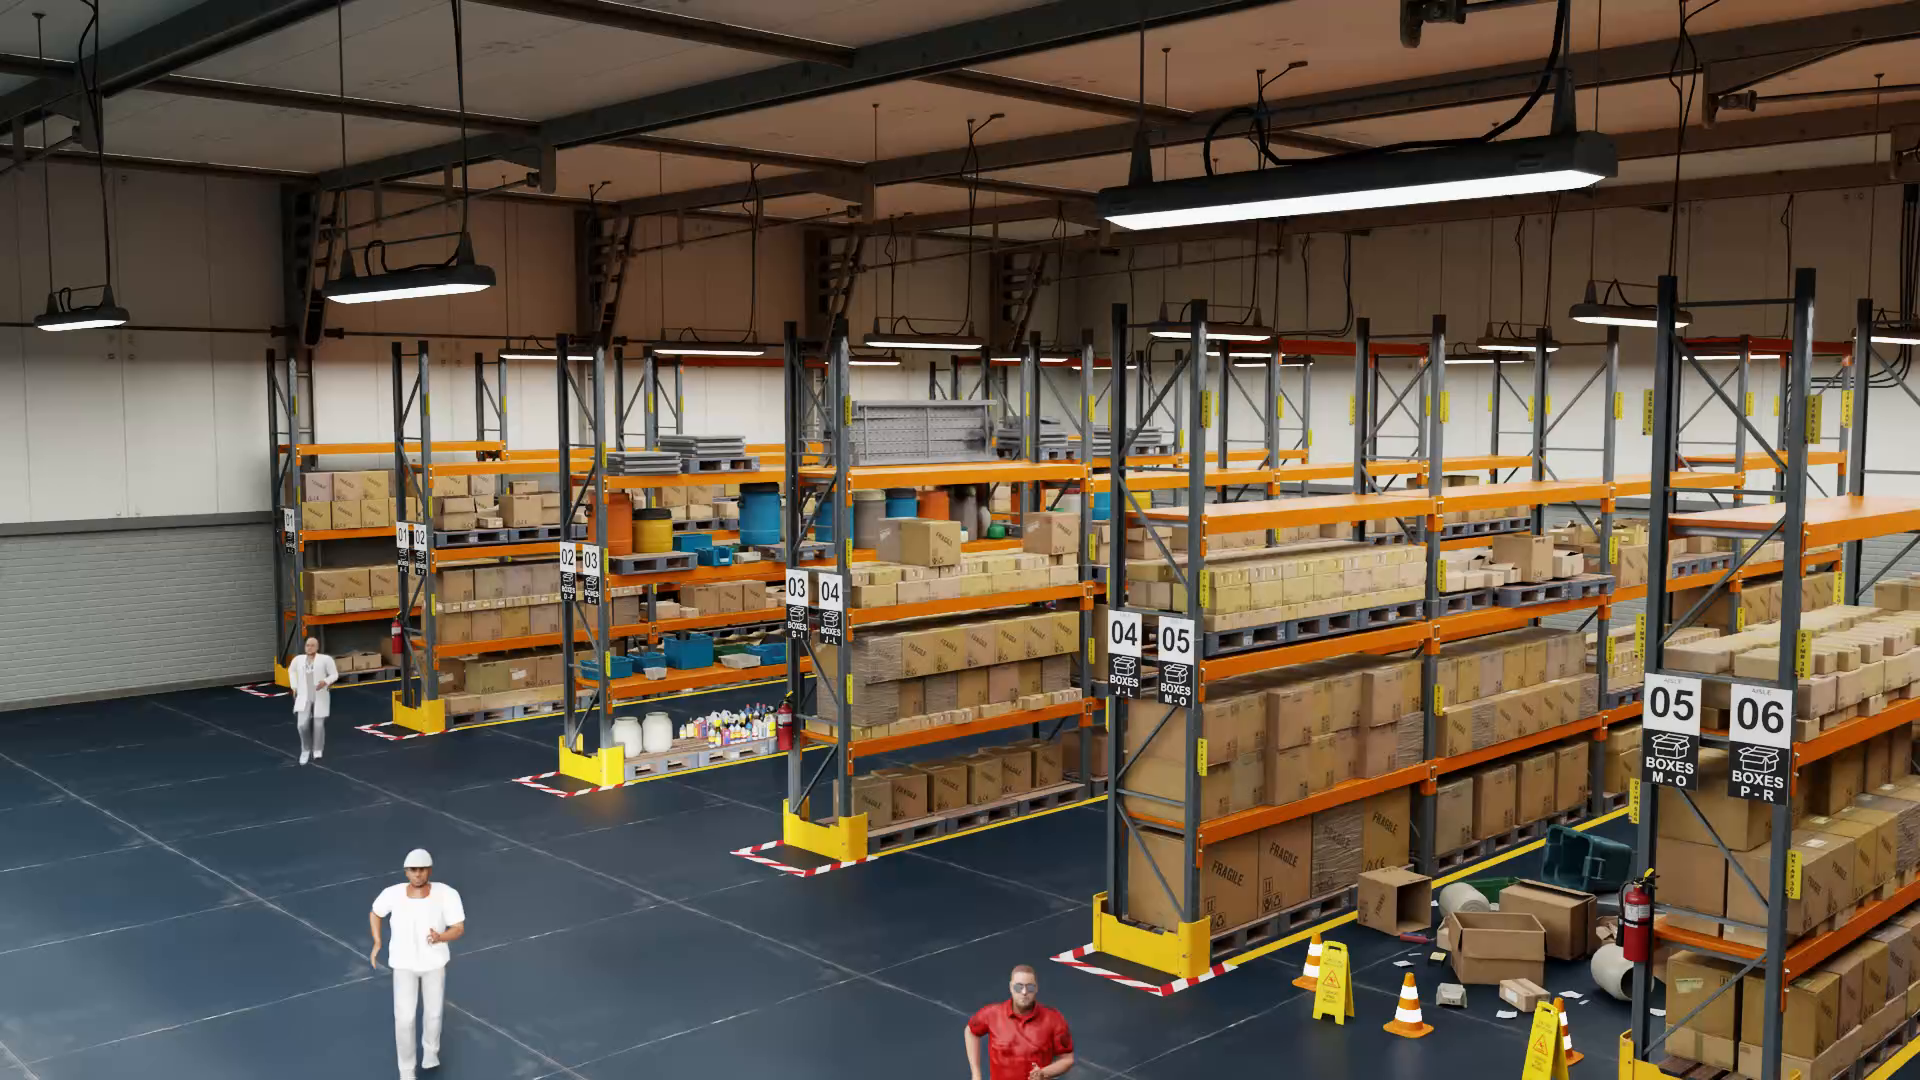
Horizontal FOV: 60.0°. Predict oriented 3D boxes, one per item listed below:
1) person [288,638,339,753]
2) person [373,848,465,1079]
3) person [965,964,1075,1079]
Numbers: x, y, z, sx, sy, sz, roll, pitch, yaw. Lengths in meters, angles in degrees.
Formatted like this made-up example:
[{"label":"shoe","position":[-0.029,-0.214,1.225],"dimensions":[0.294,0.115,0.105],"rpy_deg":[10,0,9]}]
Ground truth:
[{"label":"person","position":[-9.111,2.208,23.408],"dimensions":[0.700,1.675,0.752],"rpy_deg":[-1,5,-14]},{"label":"person","position":[-4.060,3.209,12.513],"dimensions":[0.646,1.825,0.613],"rpy_deg":[-2,5,-19]},{"label":"person","position":[0.368,3.350,10.006],"dimensions":[0.635,1.590,0.742],"rpy_deg":[0,5,-5]}]
